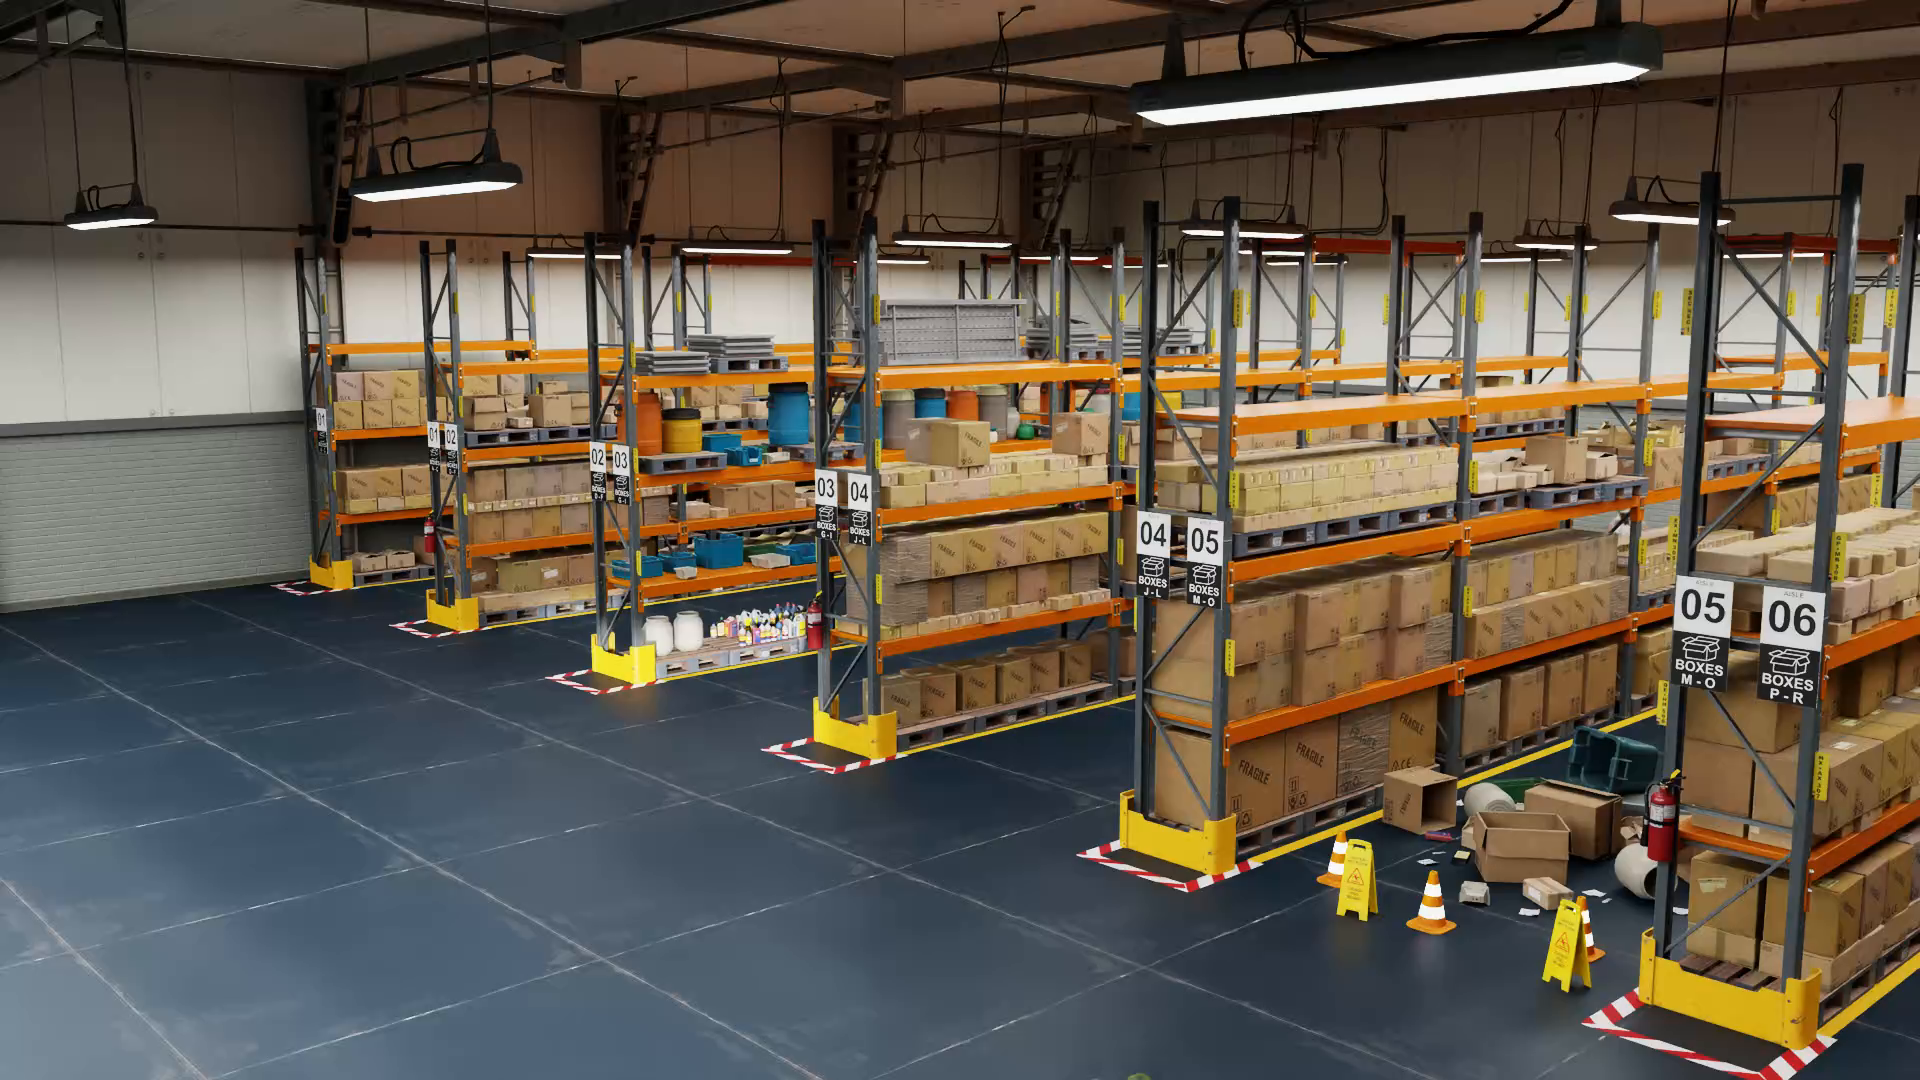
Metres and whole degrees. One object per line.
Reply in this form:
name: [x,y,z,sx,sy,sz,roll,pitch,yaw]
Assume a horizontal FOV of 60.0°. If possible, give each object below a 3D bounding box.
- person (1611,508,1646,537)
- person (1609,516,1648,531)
person: [11.378,0.222,28.242,0.648,1.640,0.592,3,9,19]
person: [7.330,0.052,29.372,9.238,1.634,2.341,-1,8,-7]
